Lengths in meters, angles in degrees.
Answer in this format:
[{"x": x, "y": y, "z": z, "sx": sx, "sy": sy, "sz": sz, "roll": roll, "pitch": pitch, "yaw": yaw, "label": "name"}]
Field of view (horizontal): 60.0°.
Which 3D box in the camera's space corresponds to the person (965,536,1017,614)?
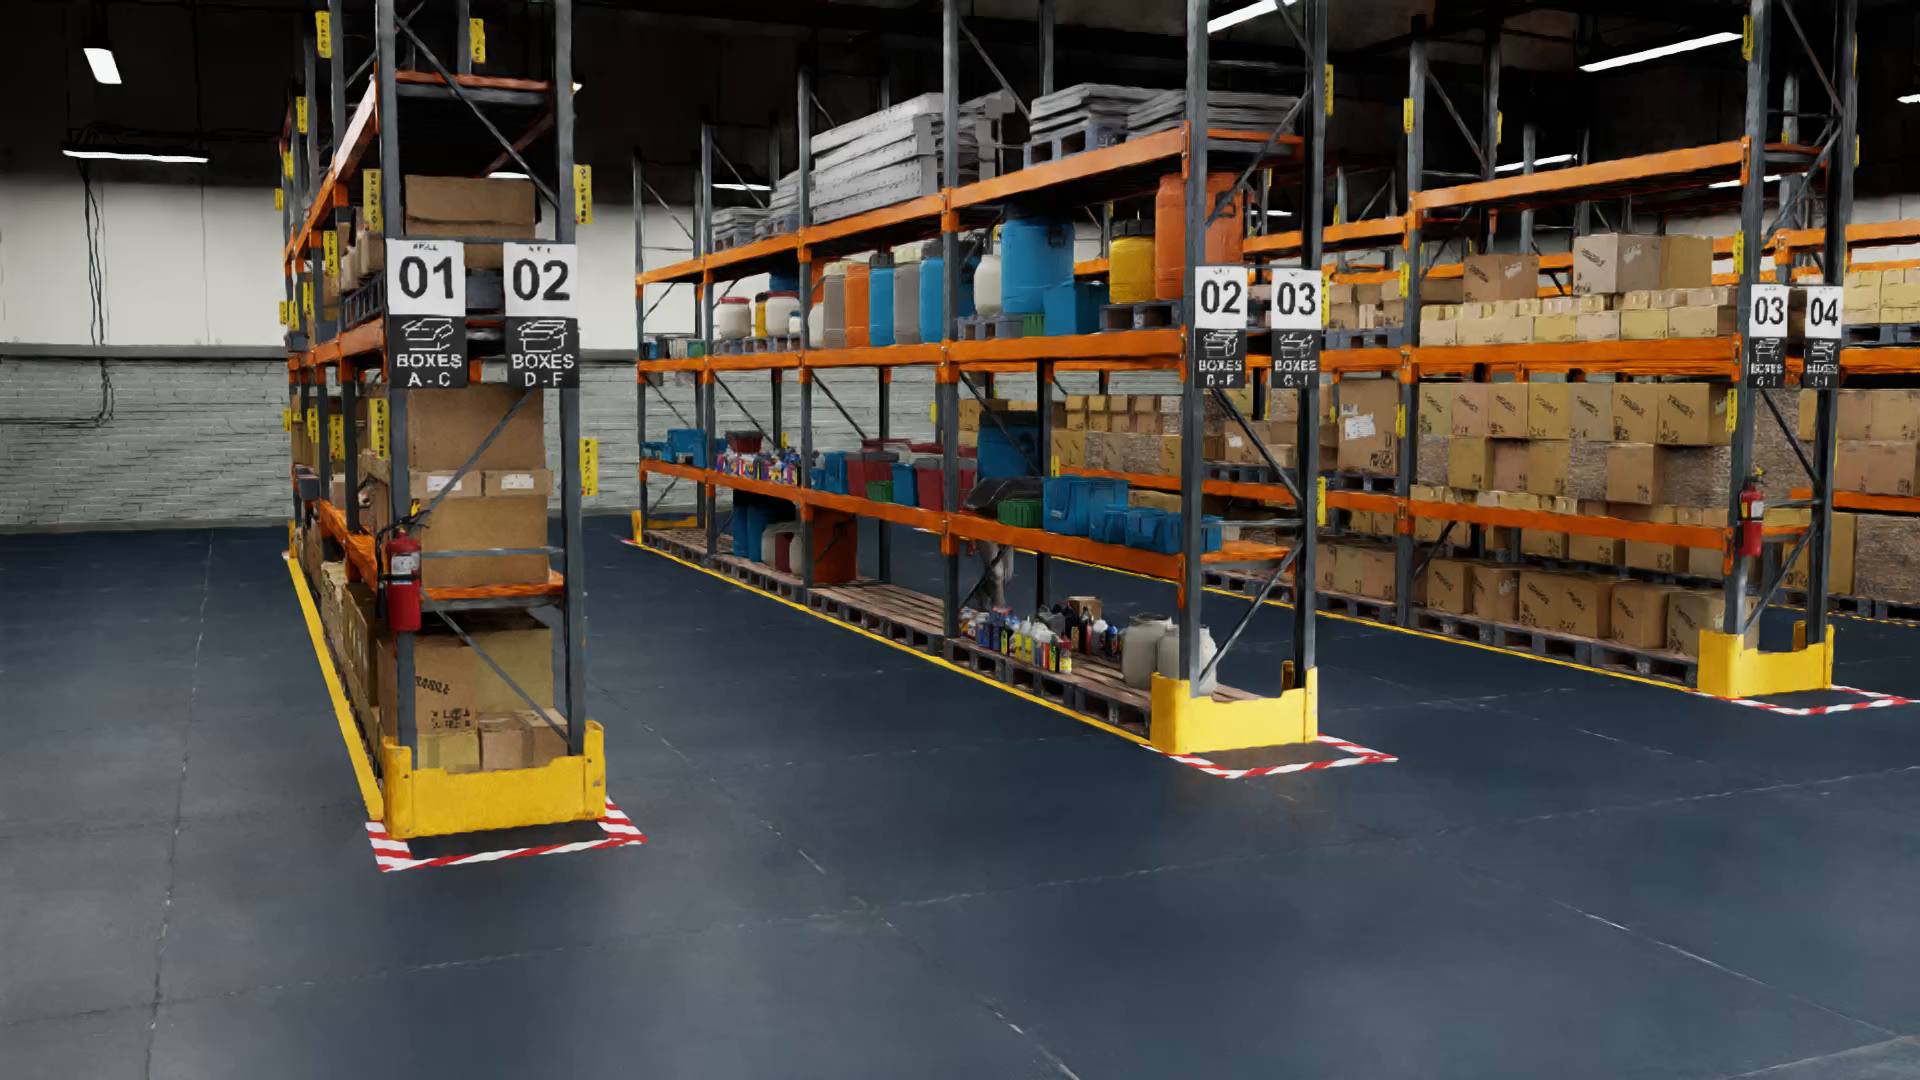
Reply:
[{"x": 0.346, "y": -0.034, "z": 17.007, "sx": 0.583, "sy": 1.759, "sz": 0.878, "roll": -4, "pitch": 7, "yaw": -38, "label": "person"}]
